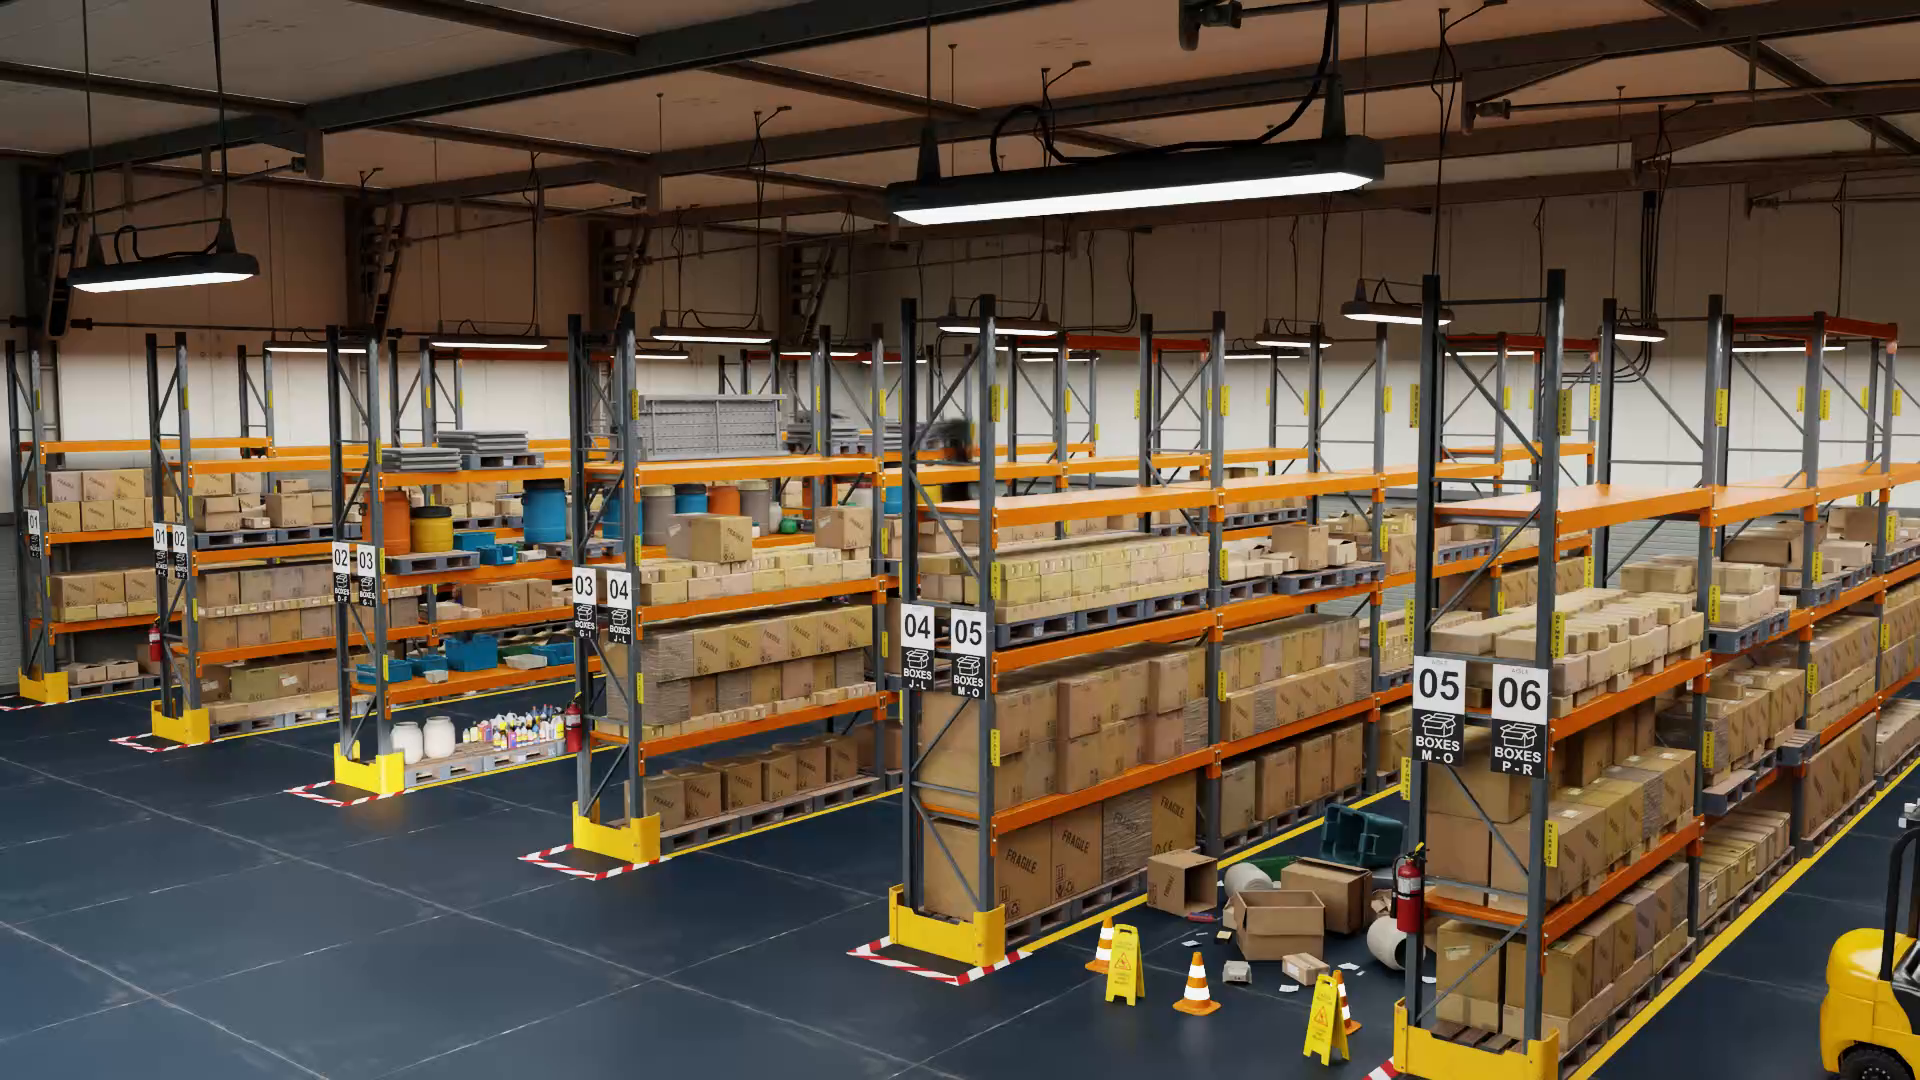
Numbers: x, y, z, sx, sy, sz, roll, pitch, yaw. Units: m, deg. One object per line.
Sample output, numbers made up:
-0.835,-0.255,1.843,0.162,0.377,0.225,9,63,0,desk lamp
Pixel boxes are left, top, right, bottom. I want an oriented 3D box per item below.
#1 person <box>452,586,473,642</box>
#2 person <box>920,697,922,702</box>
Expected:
-9.123,1.635,30.548,0.573,1.602,0.621,3,6,29,person
-0.345,2.048,25.408,0.559,1.687,0.687,3,6,31,person
